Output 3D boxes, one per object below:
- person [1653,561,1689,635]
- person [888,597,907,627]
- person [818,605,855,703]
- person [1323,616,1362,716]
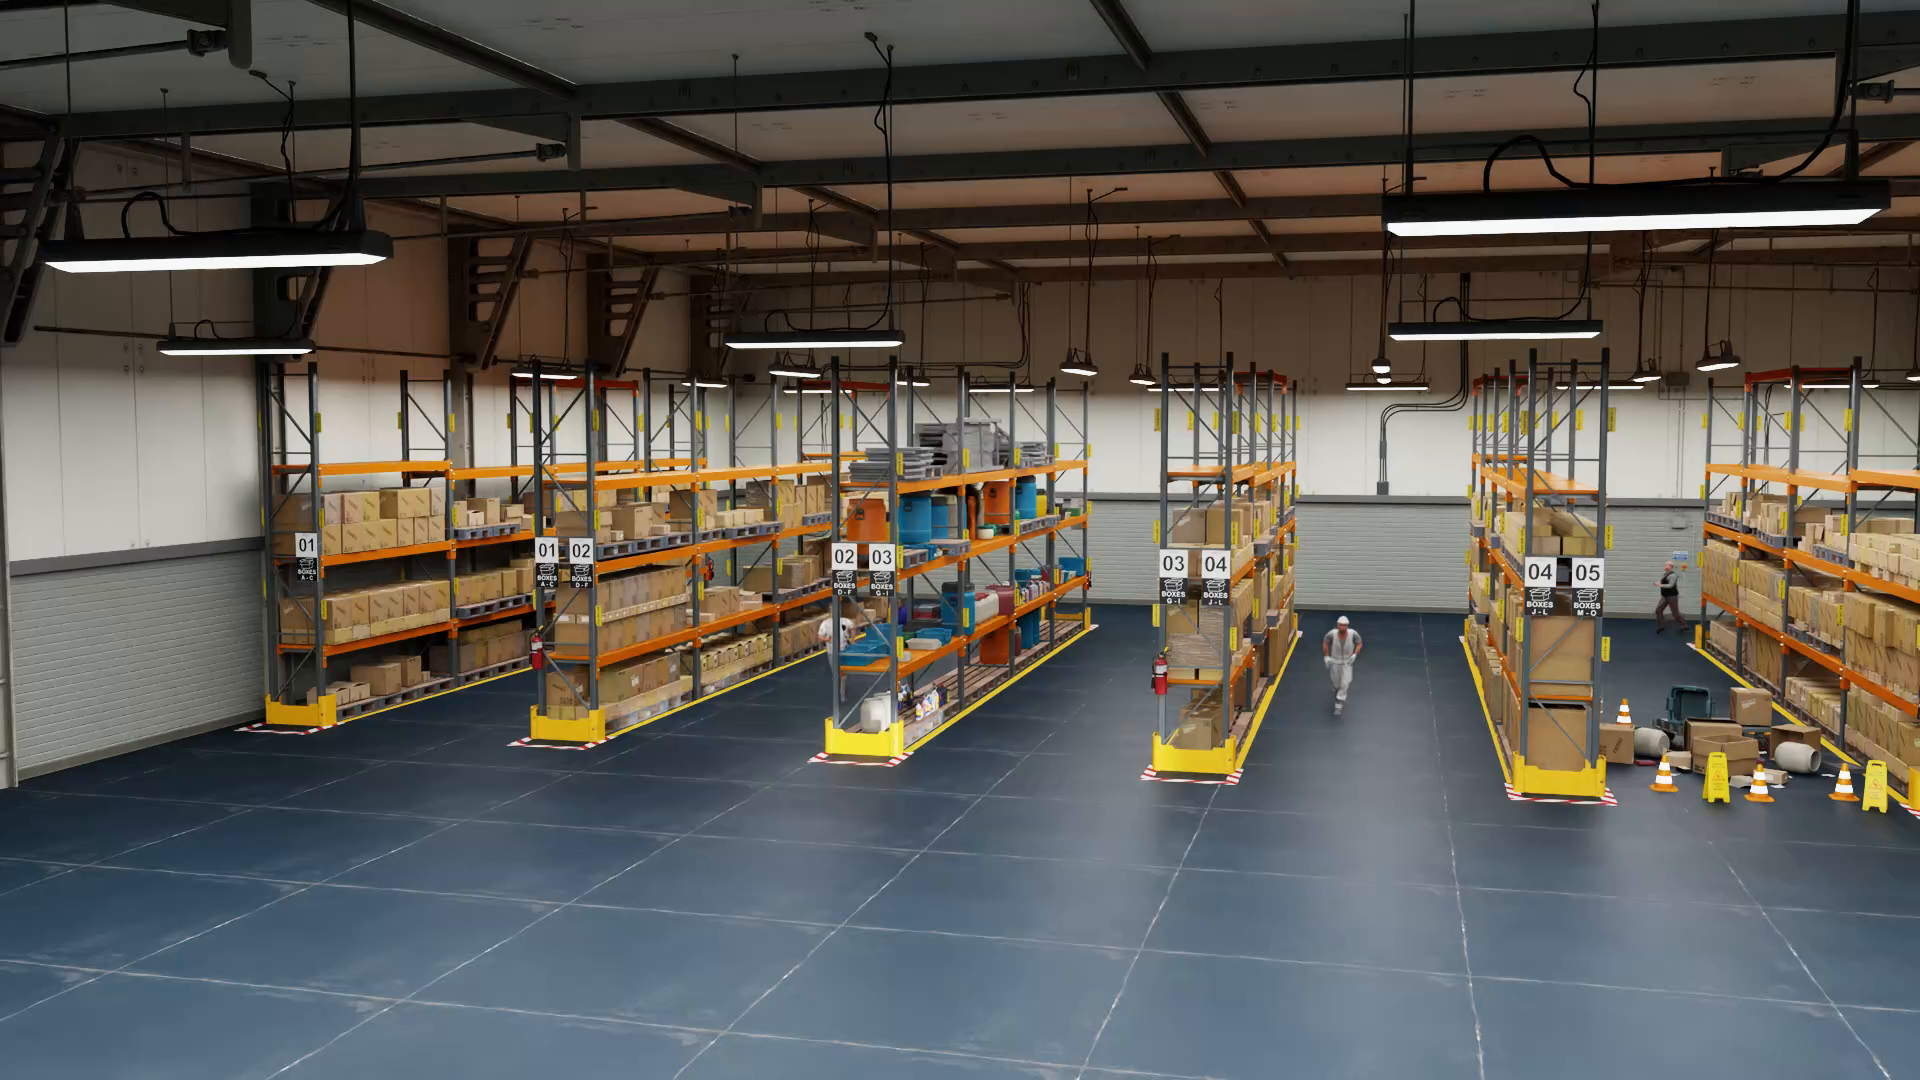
[{"bbox_3d":[16.740,1.385,39.208,0.851,1.783,0.633,0,4,1],"label":"person"},{"bbox_3d":[-1.112,1.902,33.128,0.599,1.620,0.960,1,4,10],"label":"person"},{"bbox_3d":[-2.212,2.020,30.134,0.667,1.756,0.998,0,4,7],"label":"person"},{"bbox_3d":[6.606,2.144,28.763,0.651,1.722,0.887,0,4,5],"label":"person"}]
